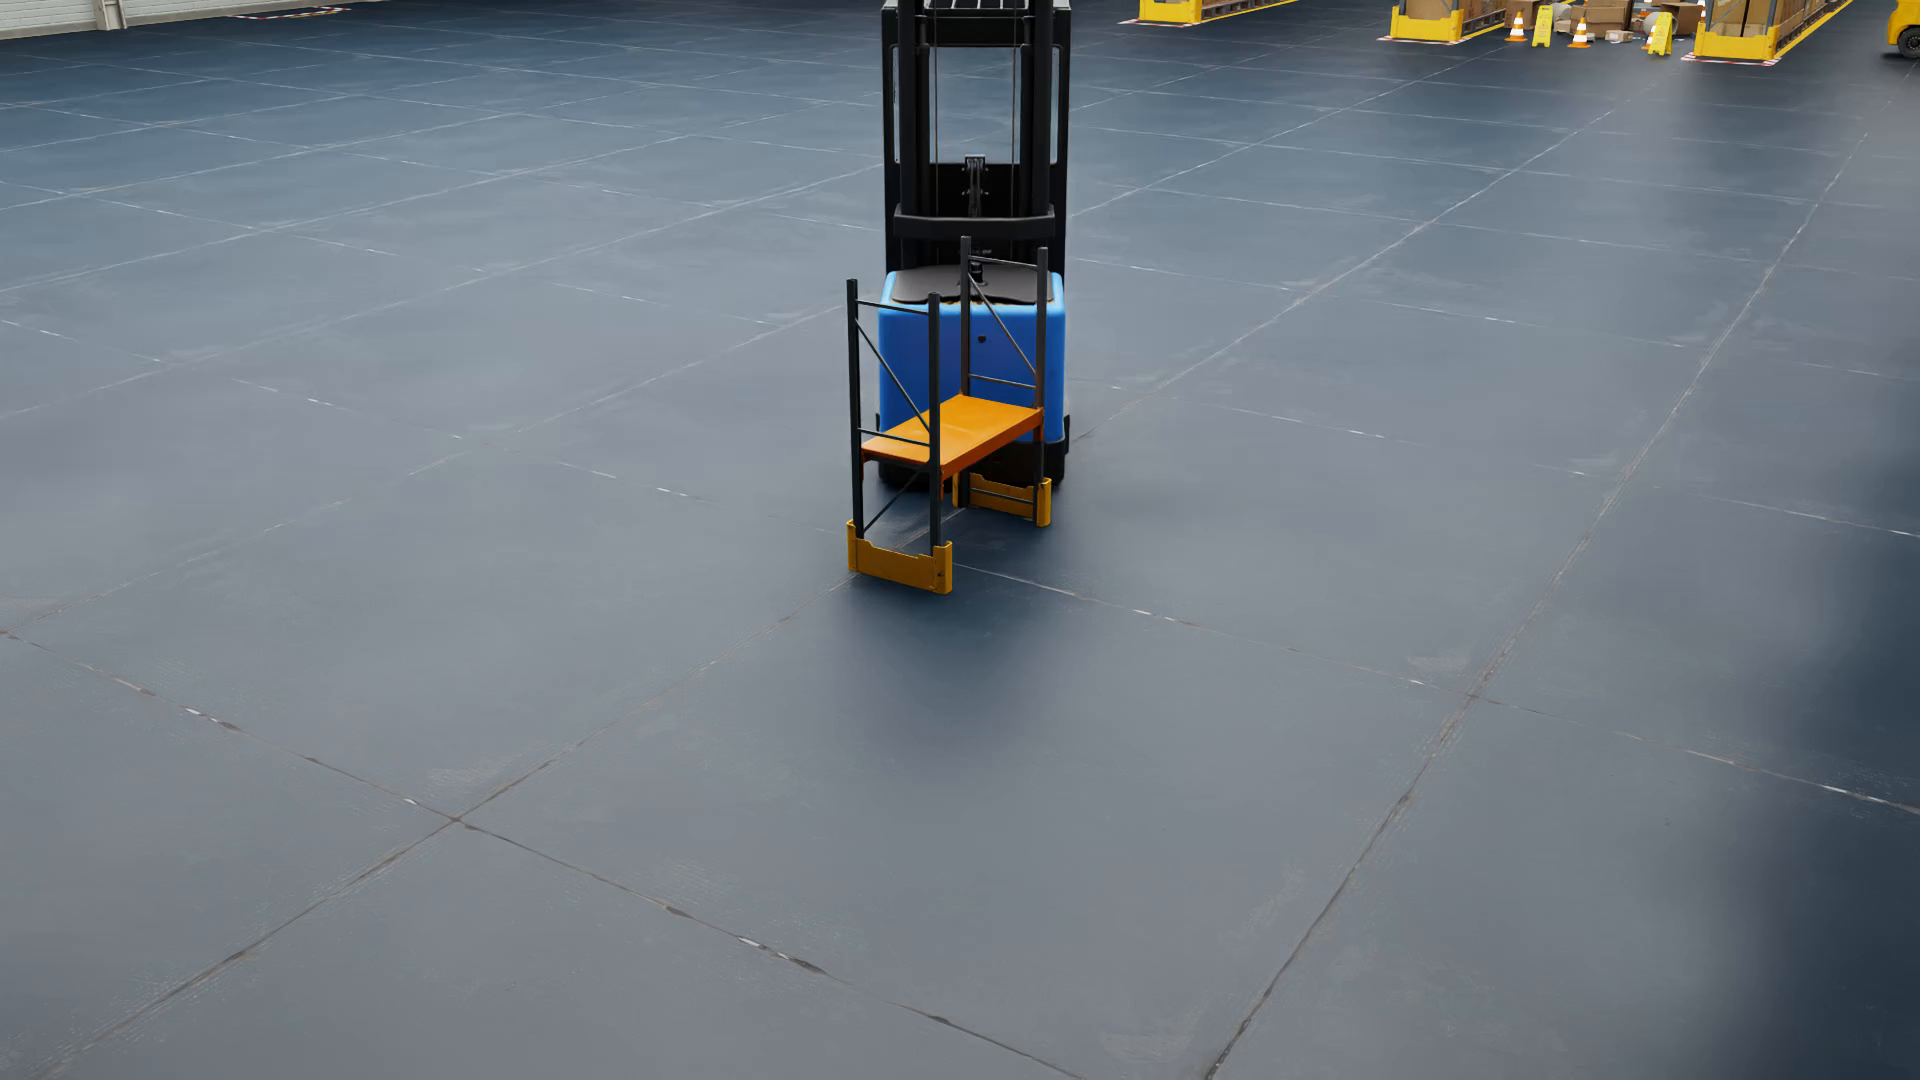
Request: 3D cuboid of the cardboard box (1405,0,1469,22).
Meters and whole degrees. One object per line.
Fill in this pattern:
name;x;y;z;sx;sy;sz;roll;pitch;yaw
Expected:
cardboard box;8.391;-9.561;29.207;0.875;0.875;0.875;14;27;29

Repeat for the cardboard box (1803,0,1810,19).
cardboard box;14.732;-9.612;29.957;0.950;0.372;0.625;14;27;30

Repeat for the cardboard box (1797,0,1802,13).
cardboard box;14.107;-9.295;28.434;0.500;0.500;0.500;14;27;30

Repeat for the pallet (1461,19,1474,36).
pallet;8.444;-9.108;29.522;1.003;0.211;1.213;14;27;29

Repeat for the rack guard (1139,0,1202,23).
rack guard;3.969;-10.053;31.343;1.175;0.500;0.348;14;27;29

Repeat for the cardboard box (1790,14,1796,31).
cardboard box;13.830;-8.770;28.166;0.500;0.250;0.500;14;27;30

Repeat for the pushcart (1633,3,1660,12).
pushcart;12.494;-9.705;30.694;1.648;0.377;0.936;5;24;11

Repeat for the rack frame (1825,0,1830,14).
rack frame;16.568;-11.798;32.227;1.000;3.000;0.127;14;27;29

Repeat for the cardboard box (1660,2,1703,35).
cardboard box;12.736;-9.225;29.428;0.500;0.500;0.500;-7;24;-17

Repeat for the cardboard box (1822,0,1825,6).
cardboard box;16.261;-10.596;32.230;0.950;0.372;0.625;12;26;25

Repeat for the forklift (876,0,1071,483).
forklift;0.099;-2.201;10.144;1.130;2.935;3.031;1;23;1

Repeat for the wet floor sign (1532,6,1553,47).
wet floor sign;9.756;-8.596;27.794;0.267;0.644;0.232;9;25;20

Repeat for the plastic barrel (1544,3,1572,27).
plastic barrel;10.904;-9.564;30.311;0.421;0.421;0.512;-7;24;-17

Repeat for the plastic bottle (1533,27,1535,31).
plastic bottle;10.458;-9.197;29.917;0.283;0.061;0.133;5;24;11

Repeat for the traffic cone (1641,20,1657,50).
traffic cone;11.479;-8.349;27.454;0.336;0.463;0.334;14;27;29

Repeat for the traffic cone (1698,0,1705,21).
traffic cone;13.922;-9.996;31.257;0.336;0.463;0.334;14;27;29

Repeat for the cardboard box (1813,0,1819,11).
cardboard box;15.474;-10.091;31.062;0.950;0.372;0.625;15;28;31

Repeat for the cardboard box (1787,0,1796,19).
cardboard box;13.564;-8.940;27.614;0.500;0.500;0.500;14;27;30

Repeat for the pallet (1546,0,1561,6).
pallet;11.829;-11.271;34.520;1.003;0.211;1.213;14;27;29

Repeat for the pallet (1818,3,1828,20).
pallet;16.154;-10.255;32.172;1.003;0.211;1.213;14;27;29

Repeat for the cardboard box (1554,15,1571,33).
cardboard box;10.857;-9.230;29.737;0.396;0.266;0.258;20;30;38

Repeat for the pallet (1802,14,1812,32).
pallet;14.867;-9.431;30.270;1.003;0.211;1.213;14;27;29

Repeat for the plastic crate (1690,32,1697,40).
plastic crate;12.933;-8.750;28.861;0.402;0.080;0.583;5;24;11

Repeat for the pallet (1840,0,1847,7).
pallet;17.692;-11.179;34.306;1.003;0.211;1.213;14;27;29

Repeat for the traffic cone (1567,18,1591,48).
traffic cone;10.356;-8.467;27.726;0.336;0.463;0.334;14;27;29

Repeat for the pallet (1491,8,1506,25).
pallet;9.731;-9.931;31.425;1.003;0.211;1.213;14;27;29

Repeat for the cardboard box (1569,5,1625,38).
cardboard box;11.123;-9.076;29.081;0.797;0.503;0.637;-3;24;-7

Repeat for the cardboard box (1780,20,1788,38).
cardboard box;13.284;-8.414;27.342;0.500;0.250;0.500;15;28;31

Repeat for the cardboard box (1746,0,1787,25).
cardboard box;13.020;-8.595;26.818;0.500;0.500;0.500;13;27;27

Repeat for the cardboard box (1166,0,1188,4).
cardboard box;4.272;-10.427;31.679;0.500;0.500;0.500;20;30;38

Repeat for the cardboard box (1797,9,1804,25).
cardboard box;14.374;-9.123;28.980;0.500;0.250;0.500;15;28;31

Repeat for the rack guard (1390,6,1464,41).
rack guard;8.076;-8.946;28.785;1.175;0.500;0.348;14;27;29

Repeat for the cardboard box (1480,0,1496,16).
cardboard box;9.336;-10.166;30.603;0.875;0.875;0.875;14;27;29

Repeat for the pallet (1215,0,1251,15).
pallet;5.072;-10.597;32.964;1.003;0.211;1.213;14;27;29

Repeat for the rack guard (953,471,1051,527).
rack guard;0.222;-0.257;9.029;0.587;0.250;0.087;14;27;29

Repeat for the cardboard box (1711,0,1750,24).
cardboard box;12.549;-8.698;27.055;0.500;0.500;0.500;14;27;29

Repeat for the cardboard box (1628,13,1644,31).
cardboard box;12.205;-9.368;30.055;0.258;0.266;0.396;-3;24;-7

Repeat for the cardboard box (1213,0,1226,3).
cardboard box;4.905;-10.844;32.640;0.500;0.500;0.500;17;29;34

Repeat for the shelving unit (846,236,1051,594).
shelving unit;-0.040;-0.663;8.393;0.587;1.500;1.083;14;27;29

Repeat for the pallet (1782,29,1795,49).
pallet;13.491;-8.521;28.167;1.003;0.211;1.213;14;27;29

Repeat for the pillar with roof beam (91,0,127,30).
pillar with roof beam;-11.734;-12.507;26.313;9.100;9.000;0.400;14;27;29

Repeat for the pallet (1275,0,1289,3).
pallet;6.448;-11.508;35.067;1.003;0.211;1.213;14;27;29

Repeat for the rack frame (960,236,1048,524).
rack frame;0.223;-0.831;8.782;0.500;1.500;0.032;14;27;29

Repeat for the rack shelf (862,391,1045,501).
rack shelf;-0.045;-0.494;8.457;0.538;0.185;1.000;14;27;29
